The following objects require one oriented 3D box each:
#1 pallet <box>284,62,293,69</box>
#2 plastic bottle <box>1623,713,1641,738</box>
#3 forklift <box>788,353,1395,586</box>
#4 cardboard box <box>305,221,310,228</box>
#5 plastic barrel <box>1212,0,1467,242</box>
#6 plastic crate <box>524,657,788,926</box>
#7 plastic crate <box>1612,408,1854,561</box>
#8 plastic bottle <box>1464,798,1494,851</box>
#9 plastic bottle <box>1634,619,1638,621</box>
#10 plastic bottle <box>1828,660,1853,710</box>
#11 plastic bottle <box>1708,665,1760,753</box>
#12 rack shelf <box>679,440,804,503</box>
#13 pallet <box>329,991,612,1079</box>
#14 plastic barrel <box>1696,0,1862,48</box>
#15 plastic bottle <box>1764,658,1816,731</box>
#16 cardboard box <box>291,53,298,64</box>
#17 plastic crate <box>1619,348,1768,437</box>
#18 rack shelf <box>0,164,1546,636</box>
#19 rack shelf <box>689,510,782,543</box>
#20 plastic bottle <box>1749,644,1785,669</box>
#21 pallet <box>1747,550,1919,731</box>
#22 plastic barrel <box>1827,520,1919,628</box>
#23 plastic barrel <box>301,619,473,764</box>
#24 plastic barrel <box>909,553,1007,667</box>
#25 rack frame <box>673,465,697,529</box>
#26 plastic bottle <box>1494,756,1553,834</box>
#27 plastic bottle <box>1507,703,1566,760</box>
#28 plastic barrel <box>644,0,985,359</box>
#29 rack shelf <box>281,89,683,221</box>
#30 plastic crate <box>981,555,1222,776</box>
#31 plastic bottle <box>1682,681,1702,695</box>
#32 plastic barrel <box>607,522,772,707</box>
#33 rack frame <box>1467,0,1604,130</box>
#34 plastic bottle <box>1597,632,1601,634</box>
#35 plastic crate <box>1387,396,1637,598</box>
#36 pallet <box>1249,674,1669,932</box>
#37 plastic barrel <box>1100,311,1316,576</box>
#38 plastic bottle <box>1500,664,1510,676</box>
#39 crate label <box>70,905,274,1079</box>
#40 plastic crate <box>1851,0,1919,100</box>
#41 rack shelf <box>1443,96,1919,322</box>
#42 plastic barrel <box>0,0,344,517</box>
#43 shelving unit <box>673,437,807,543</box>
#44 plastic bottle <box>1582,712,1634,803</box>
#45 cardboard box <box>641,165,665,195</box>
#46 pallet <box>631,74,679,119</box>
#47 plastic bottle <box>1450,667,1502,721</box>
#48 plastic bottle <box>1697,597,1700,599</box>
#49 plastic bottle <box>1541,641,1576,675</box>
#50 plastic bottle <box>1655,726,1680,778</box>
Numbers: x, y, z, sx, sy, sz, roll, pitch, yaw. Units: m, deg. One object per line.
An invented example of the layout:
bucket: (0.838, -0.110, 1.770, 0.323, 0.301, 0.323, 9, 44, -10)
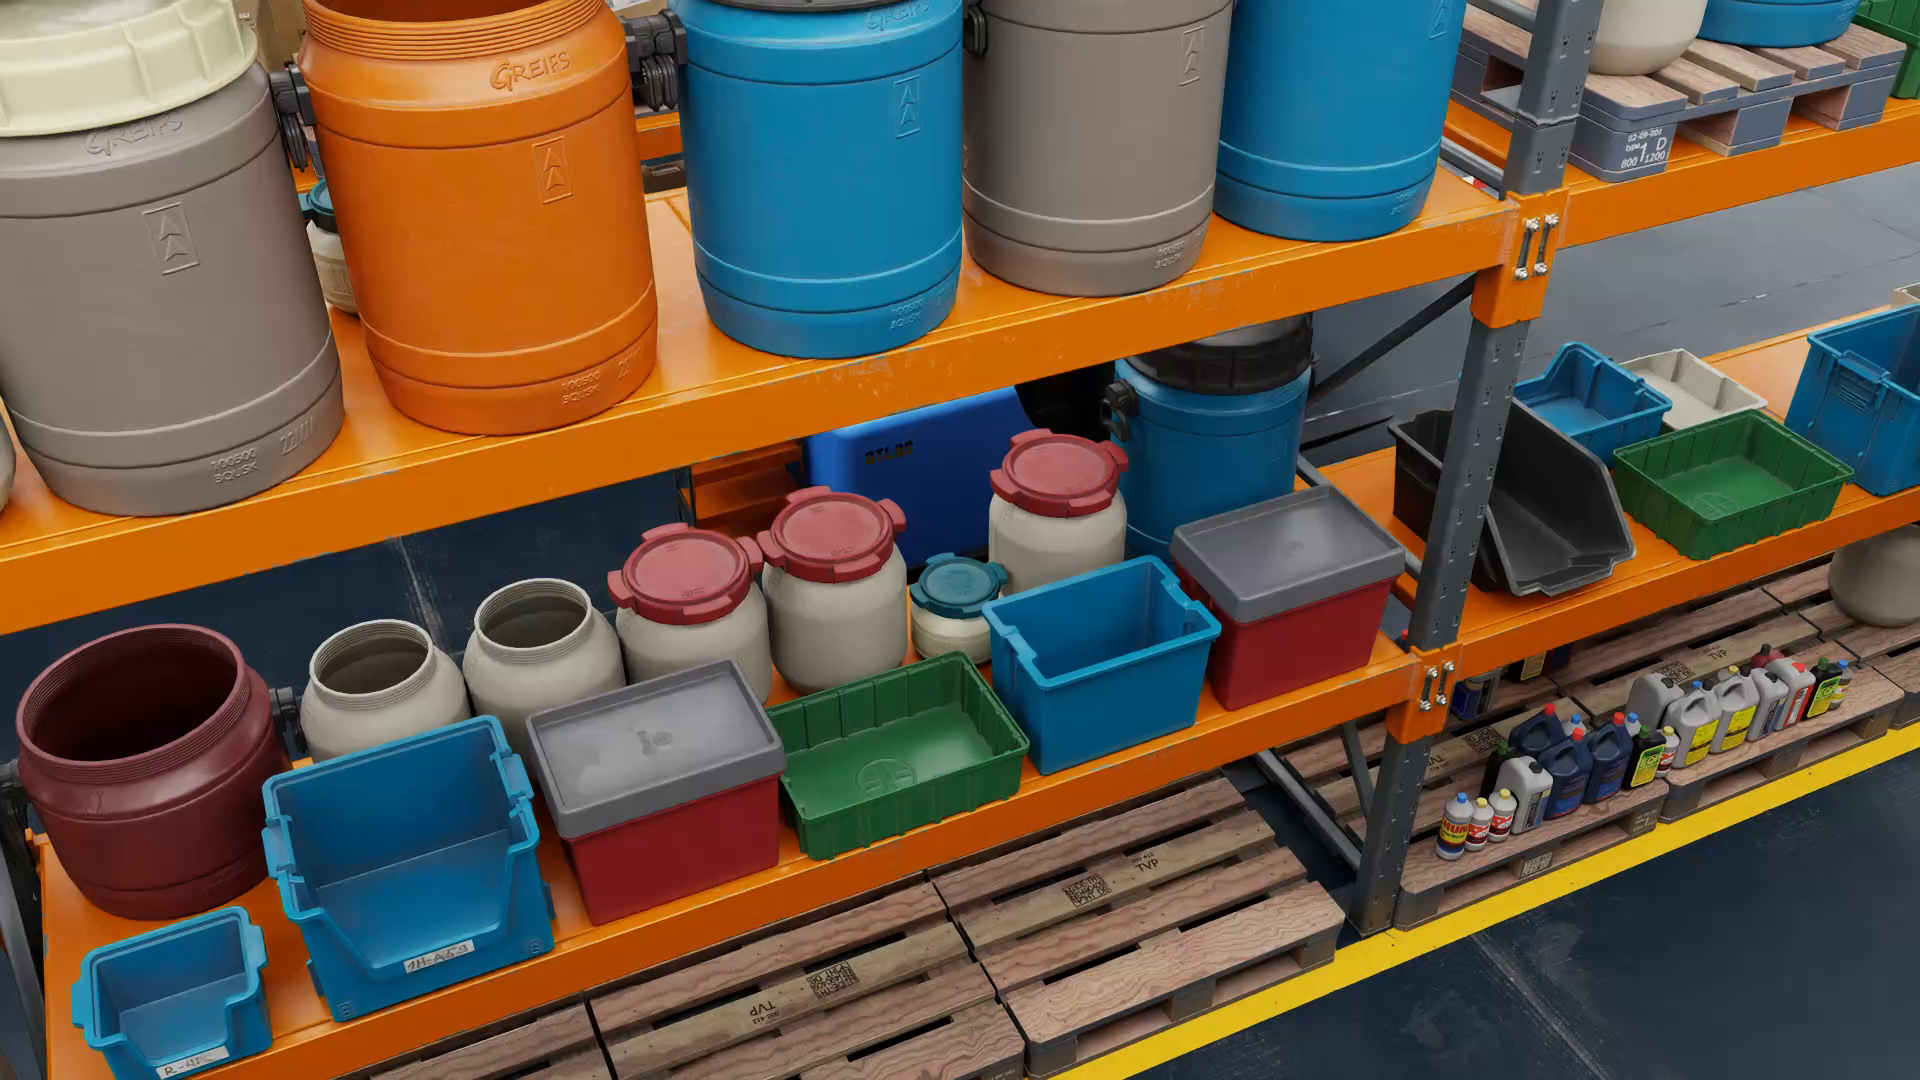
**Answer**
pallet: (-4.634, -3.788, 12.680, 1.213, 0.211, 1.003, -16, 39, -20)
plastic bottle: (2.454, 0.750, 6.142, 0.097, 0.271, 0.097, 0, 37, 0)
forklift: (0.645, -1.400, 7.178, 3.031, 2.935, 1.130, -16, 40, -21)
cardboard box: (-3.397, -1.542, 8.410, 0.500, 0.250, 0.500, -11, 38, -15)
plastic barrel: (0.891, -1.244, 3.971, 0.708, 0.901, 0.600, -16, 39, -20)
plastic crate: (-0.769, 0.659, 4.290, 0.583, 0.464, 0.402, -16, 39, -20)
plastic crate: (2.607, -0.190, 5.666, 0.662, 0.188, 0.450, -16, 39, -20)
plastic bottle: (1.825, 0.994, 5.872, 0.097, 0.201, 0.097, 0, 37, 0)
plastic bottle: (2.796, 0.201, 6.883, 0.097, 0.271, 0.097, 0, 37, 0)
plastic bottle: (3.403, 0.552, 6.467, 0.097, 0.201, 0.097, 0, 37, 0)
plastic bottle: (2.890, 0.621, 6.250, 0.185, 0.351, 0.144, -14, 39, -18)
rack shelf: (-0.924, -0.337, 6.935, 0.480, 0.148, 0.258, -16, 40, -21)
pallet: (-1.645, 1.874, 5.047, 1.213, 0.211, 1.003, -16, 39, -20)
plastic barrel: (2.205, -1.853, 4.439, 0.708, 0.901, 0.600, -16, 39, -20)
plastic bottle: (3.164, 0.571, 6.379, 0.135, 0.276, 0.152, -15, 39, -20)
cardboard box: (-2.852, -2.151, 7.905, 0.500, 0.250, 0.500, -17, 40, -21)
plastic crate: (2.621, -0.525, 6.162, 0.437, 0.136, 0.530, -16, 39, -20)
rack shelf: (-0.552, -0.493, 3.983, 4.000, 0.370, 1.077, -16, 39, -20)
rack shelf: (-0.924, 0.002, 7.186, 0.480, 0.148, 0.258, -16, 40, -21)
plastic bottle: (3.118, 0.511, 6.454, 0.133, 0.283, 0.061, -16, 39, -20)
pallet: (4.093, 0.271, 7.207, 1.213, 0.211, 1.003, -16, 39, -20)
plastic barrel: (3.863, 0.069, 6.875, 0.421, 0.512, 0.421, 0, 37, 0)
plastic barrel: (-1.522, 0.508, 4.453, 0.421, 0.512, 0.421, 0, 37, 0)
plastic barrel: (-0.005, 0.224, 5.046, 0.301, 0.262, 0.301, 0, 37, 0)
rack frame: (-1.143, -0.147, 6.941, 0.015, 1.200, 0.240, -16, 40, -21)
plastic bottle: (2.014, 0.893, 5.945, 0.135, 0.276, 0.152, -14, 39, -18)
plastic bottle: (2.104, 0.745, 6.082, 0.185, 0.351, 0.144, -16, 39, -20)
plastic barrel: (-0.294, -0.913, 3.524, 0.708, 0.901, 0.600, -16, 39, -20)
rack shelf: (-2.656, -1.960, 8.478, 4.000, 0.370, 1.077, -16, 39, -20)
plastic crate: (0.392, 0.370, 4.747, 0.575, 0.384, 0.392, -16, 39, -20)
plastic bottle: (2.799, 0.627, 6.367, 0.097, 0.201, 0.097, 0, 37, 0)
plastic barrel: (-0.756, 0.281, 4.739, 0.433, 0.535, 0.433, 0, 37, 0)
rack frame: (1.259, -2.493, 3.558, 0.127, 3.000, 1.000, -16, 39, -20)
plastic bottle: (2.615, 0.279, 6.835, 0.097, 0.201, 0.097, 0, 37, 0)
plastic crate: (1.787, -0.123, 5.450, 0.504, 0.338, 0.767, -16, 39, -20)
pallet: (1.884, 0.889, 6.374, 1.213, 0.211, 1.003, -16, 39, -20)
plastic barrel: (0.780, -0.351, 5.284, 0.708, 0.901, 0.600, -16, 39, -20)
plastic bottle: (2.185, 0.355, 6.608, 0.185, 0.351, 0.144, -16, 39, -20)
crate label: (-1.822, 1.092, 3.901, 0.416, 0.233, 0.303, -16, 39, -20)
plastic crate: (2.803, -1.456, 4.855, 0.450, 0.188, 0.336, -16, 39, -20)
rack shelf: (3.069, -1.506, 5.348, 4.000, 0.370, 1.077, -16, 39, -20)
plastic barrel: (-1.527, -0.568, 3.059, 0.600, 0.901, 0.600, 0, 37, 0)
shelving unit: (-0.924, -0.211, 7.028, 0.503, 1.200, 0.258, -16, 40, -21)
plastic bottle: (2.337, 0.775, 6.041, 0.185, 0.351, 0.144, -17, 40, -22)
cardboard box: (-1.851, -1.673, 9.217, 0.500, 0.500, 0.700, -16, 39, -20)
pallet: (-1.599, -2.563, 8.848, 1.213, 0.211, 1.003, -16, 39, -20)
plastic bottle: (1.979, 0.540, 6.421, 0.135, 0.276, 0.152, -16, 39, -20)
plastic bottle: (3.106, 0.114, 6.999, 0.097, 0.271, 0.097, 0, 37, 0)
plastic bottle: (2.380, 0.400, 6.603, 0.133, 0.283, 0.061, -16, 39, -20)
plastic bottle: (2.603, 0.776, 6.165, 0.097, 0.201, 0.097, 0, 37, 0)
